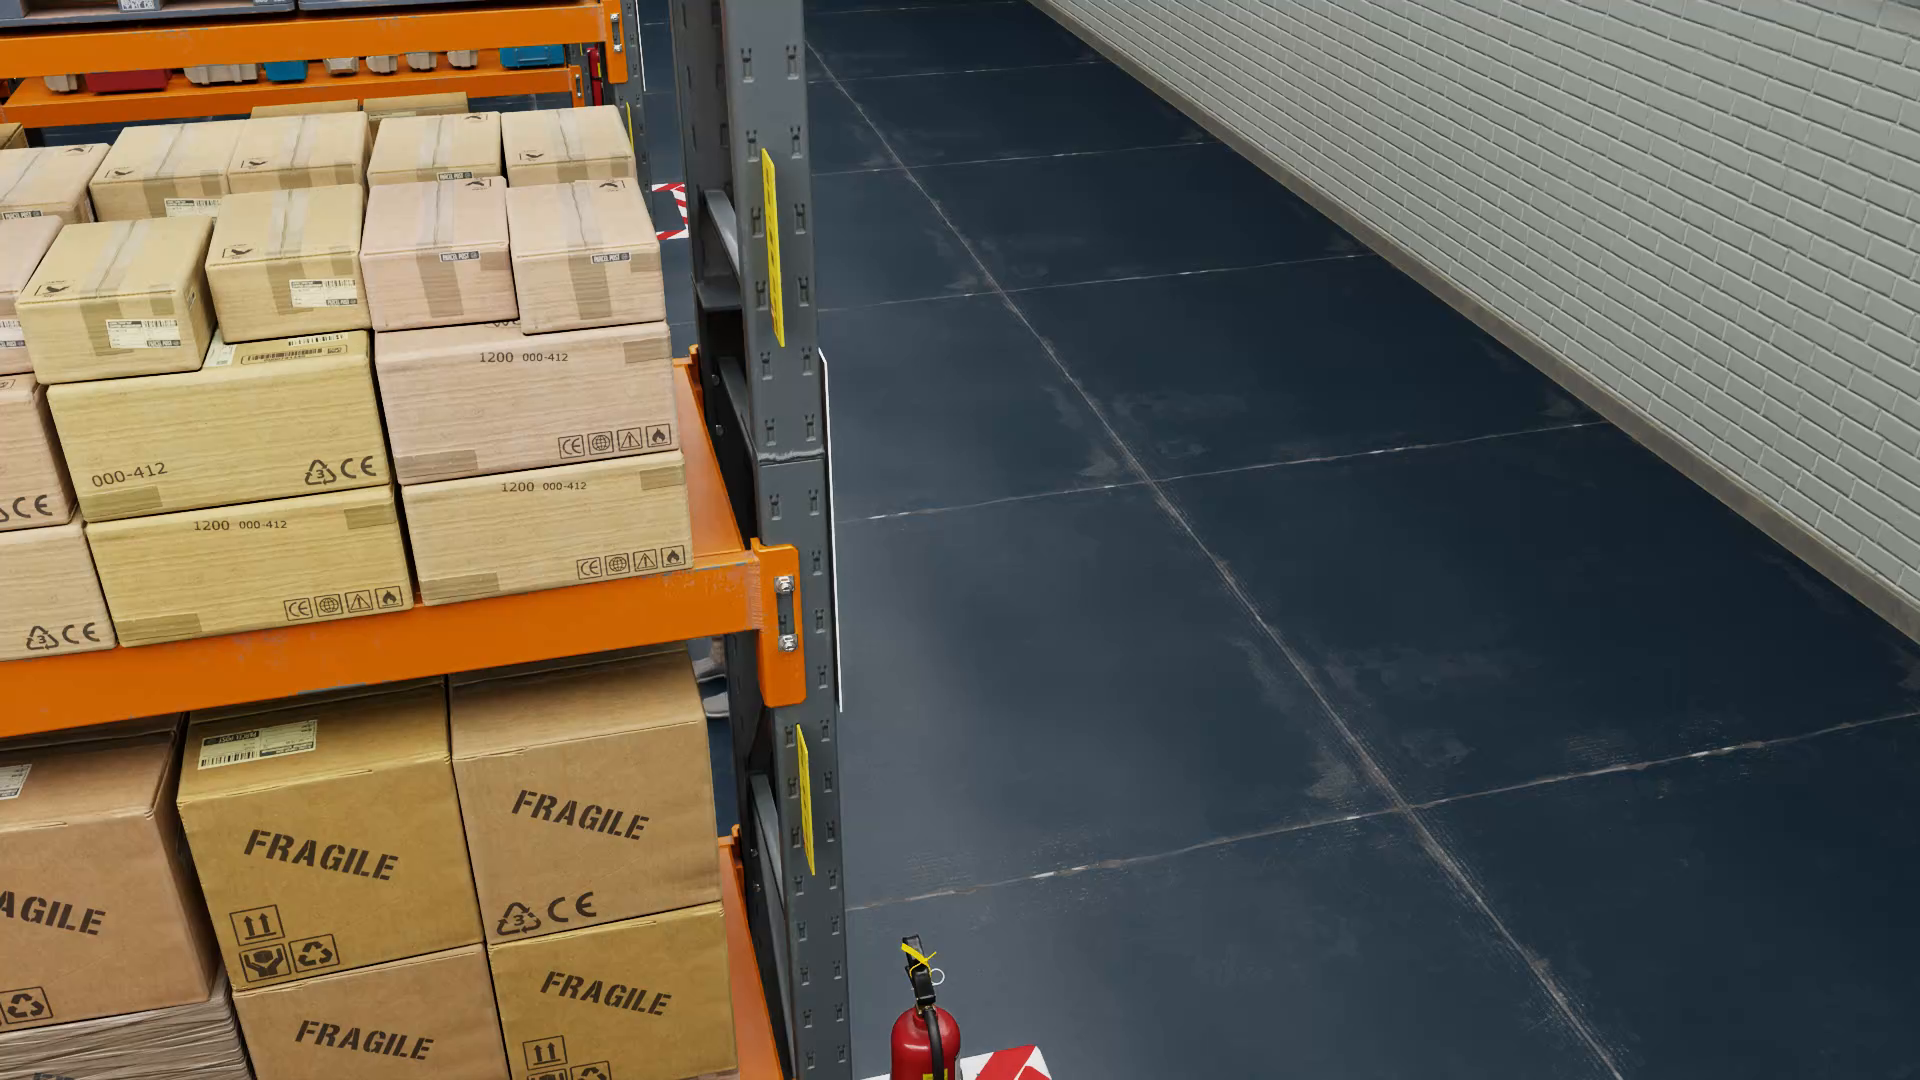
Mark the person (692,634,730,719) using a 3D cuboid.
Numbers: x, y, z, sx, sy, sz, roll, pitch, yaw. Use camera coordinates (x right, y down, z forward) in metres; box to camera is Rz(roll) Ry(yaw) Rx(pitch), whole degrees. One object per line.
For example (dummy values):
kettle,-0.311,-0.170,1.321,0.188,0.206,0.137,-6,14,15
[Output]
person,-1.042,-0.027,7.191,0.481,1.729,0.550,-8,31,-13
